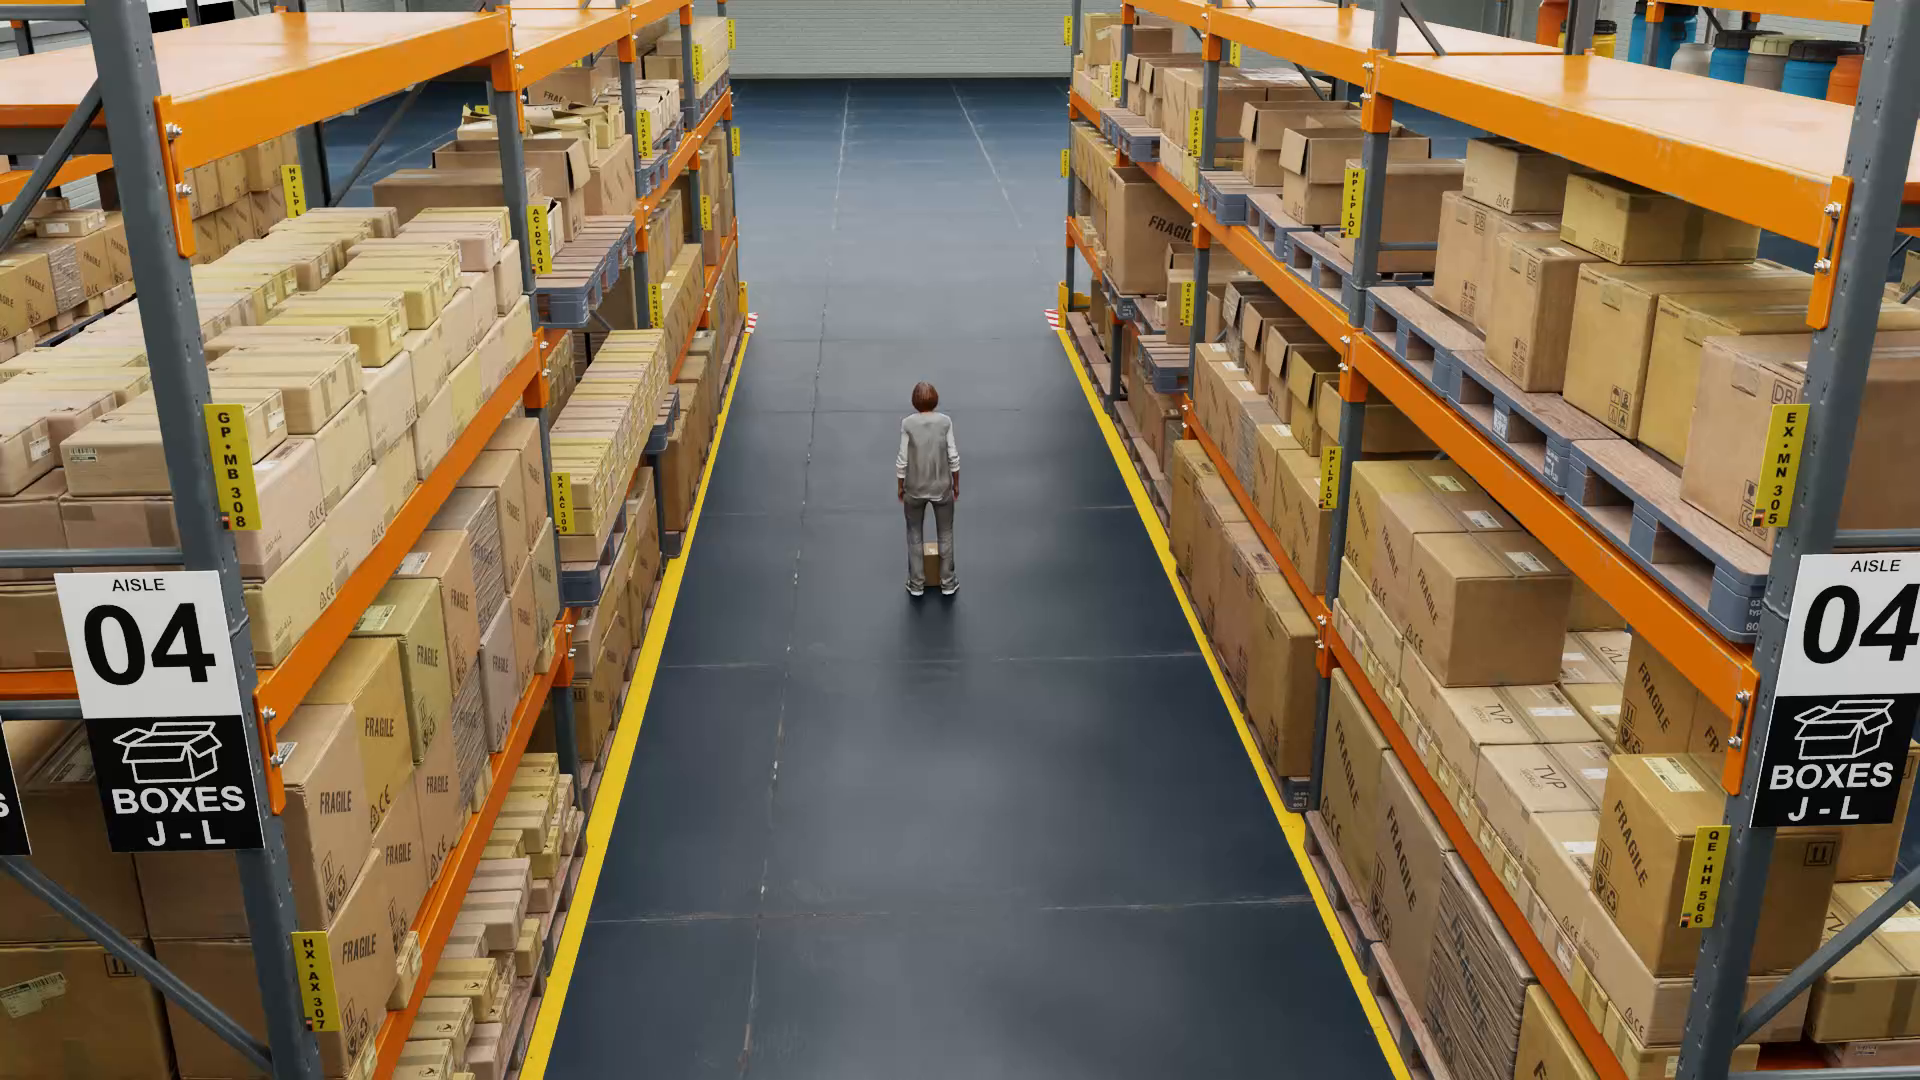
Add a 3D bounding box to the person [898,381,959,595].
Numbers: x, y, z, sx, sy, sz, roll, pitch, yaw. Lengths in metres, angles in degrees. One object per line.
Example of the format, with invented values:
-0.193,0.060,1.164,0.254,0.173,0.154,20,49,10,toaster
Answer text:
-0.225,-0.353,12.046,0.451,1.581,0.344,-2,21,-5,person
